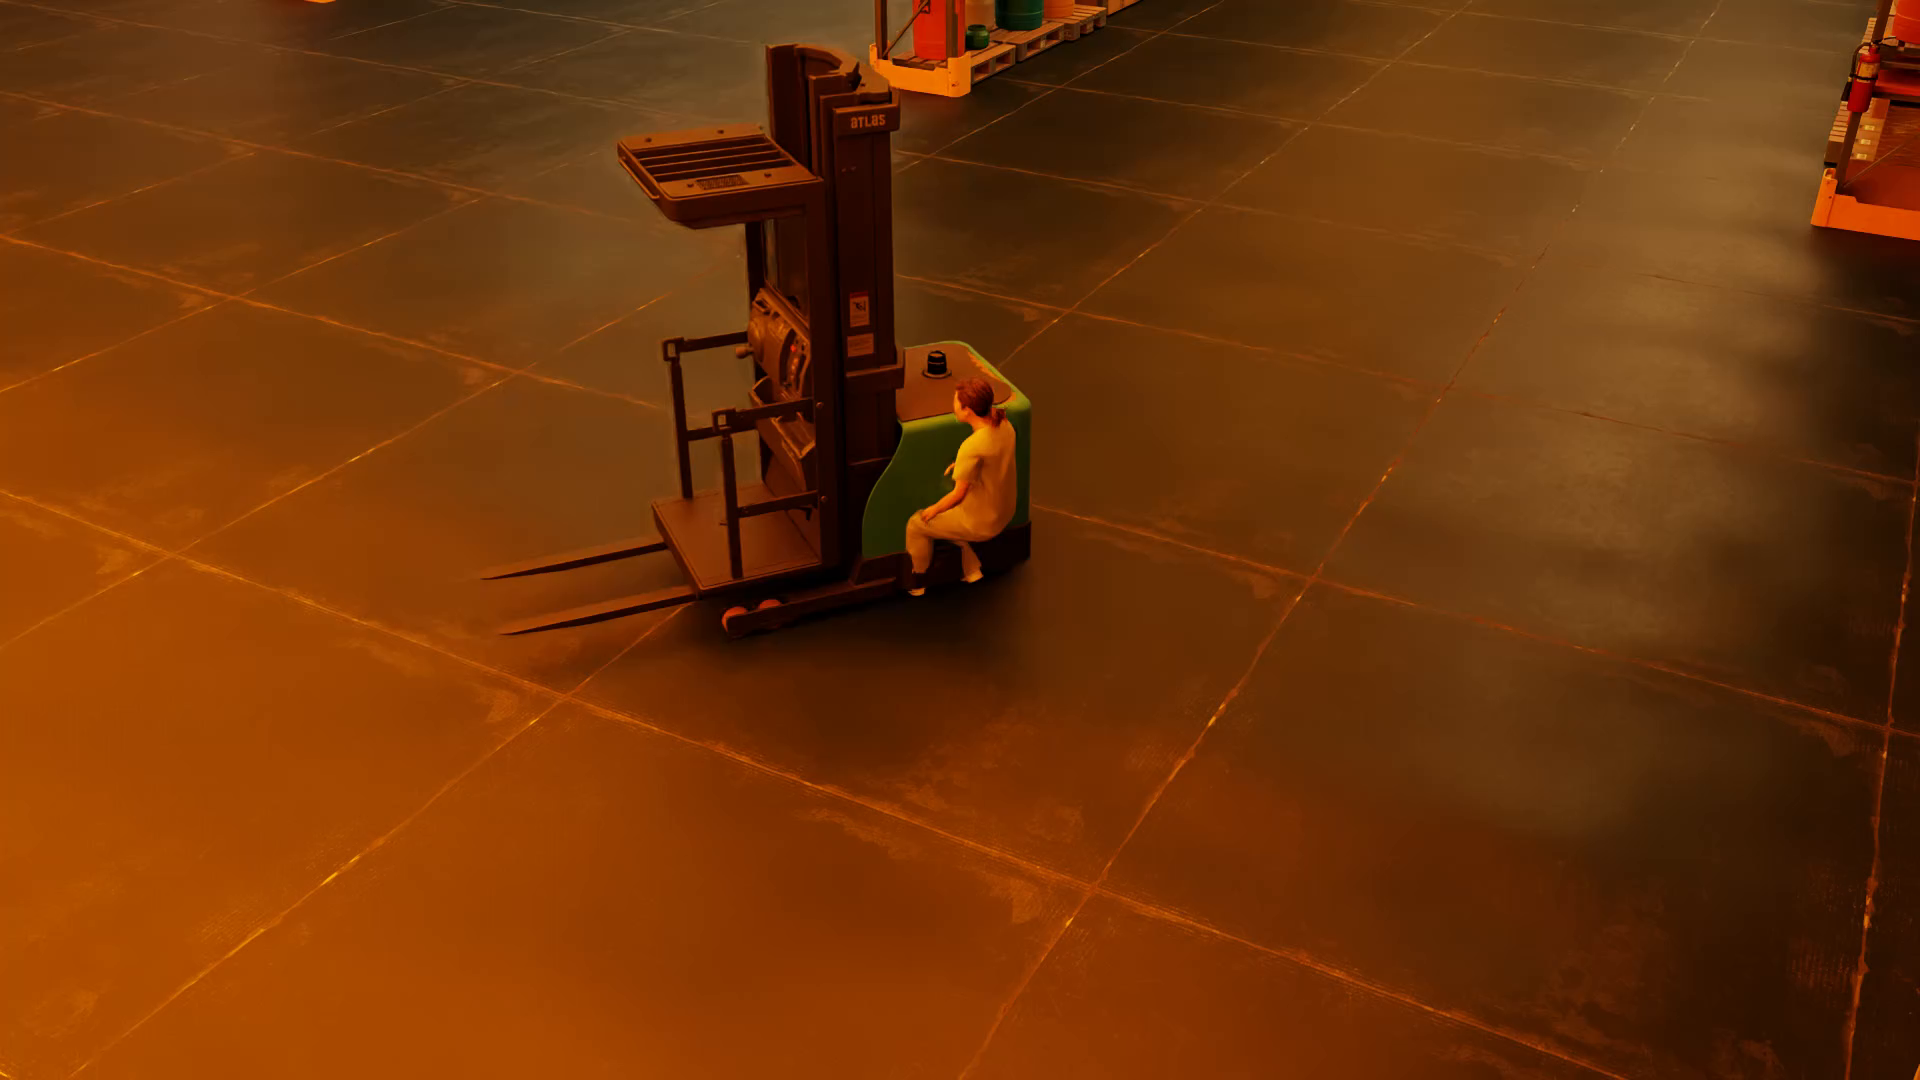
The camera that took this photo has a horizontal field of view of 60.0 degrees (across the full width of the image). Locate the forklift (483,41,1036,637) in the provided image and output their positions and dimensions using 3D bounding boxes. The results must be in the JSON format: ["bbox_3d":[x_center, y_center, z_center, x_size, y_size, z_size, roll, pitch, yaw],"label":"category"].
[{"bbox_3d":[-1.130,-1.042,8.876,3.031,2.935,1.130,-12,32,-20],"label":"forklift"}]

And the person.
[{"bbox_3d":[-0.076,-0.234,9.063,0.855,1.467,0.703,12,32,20],"label":"person"}]
